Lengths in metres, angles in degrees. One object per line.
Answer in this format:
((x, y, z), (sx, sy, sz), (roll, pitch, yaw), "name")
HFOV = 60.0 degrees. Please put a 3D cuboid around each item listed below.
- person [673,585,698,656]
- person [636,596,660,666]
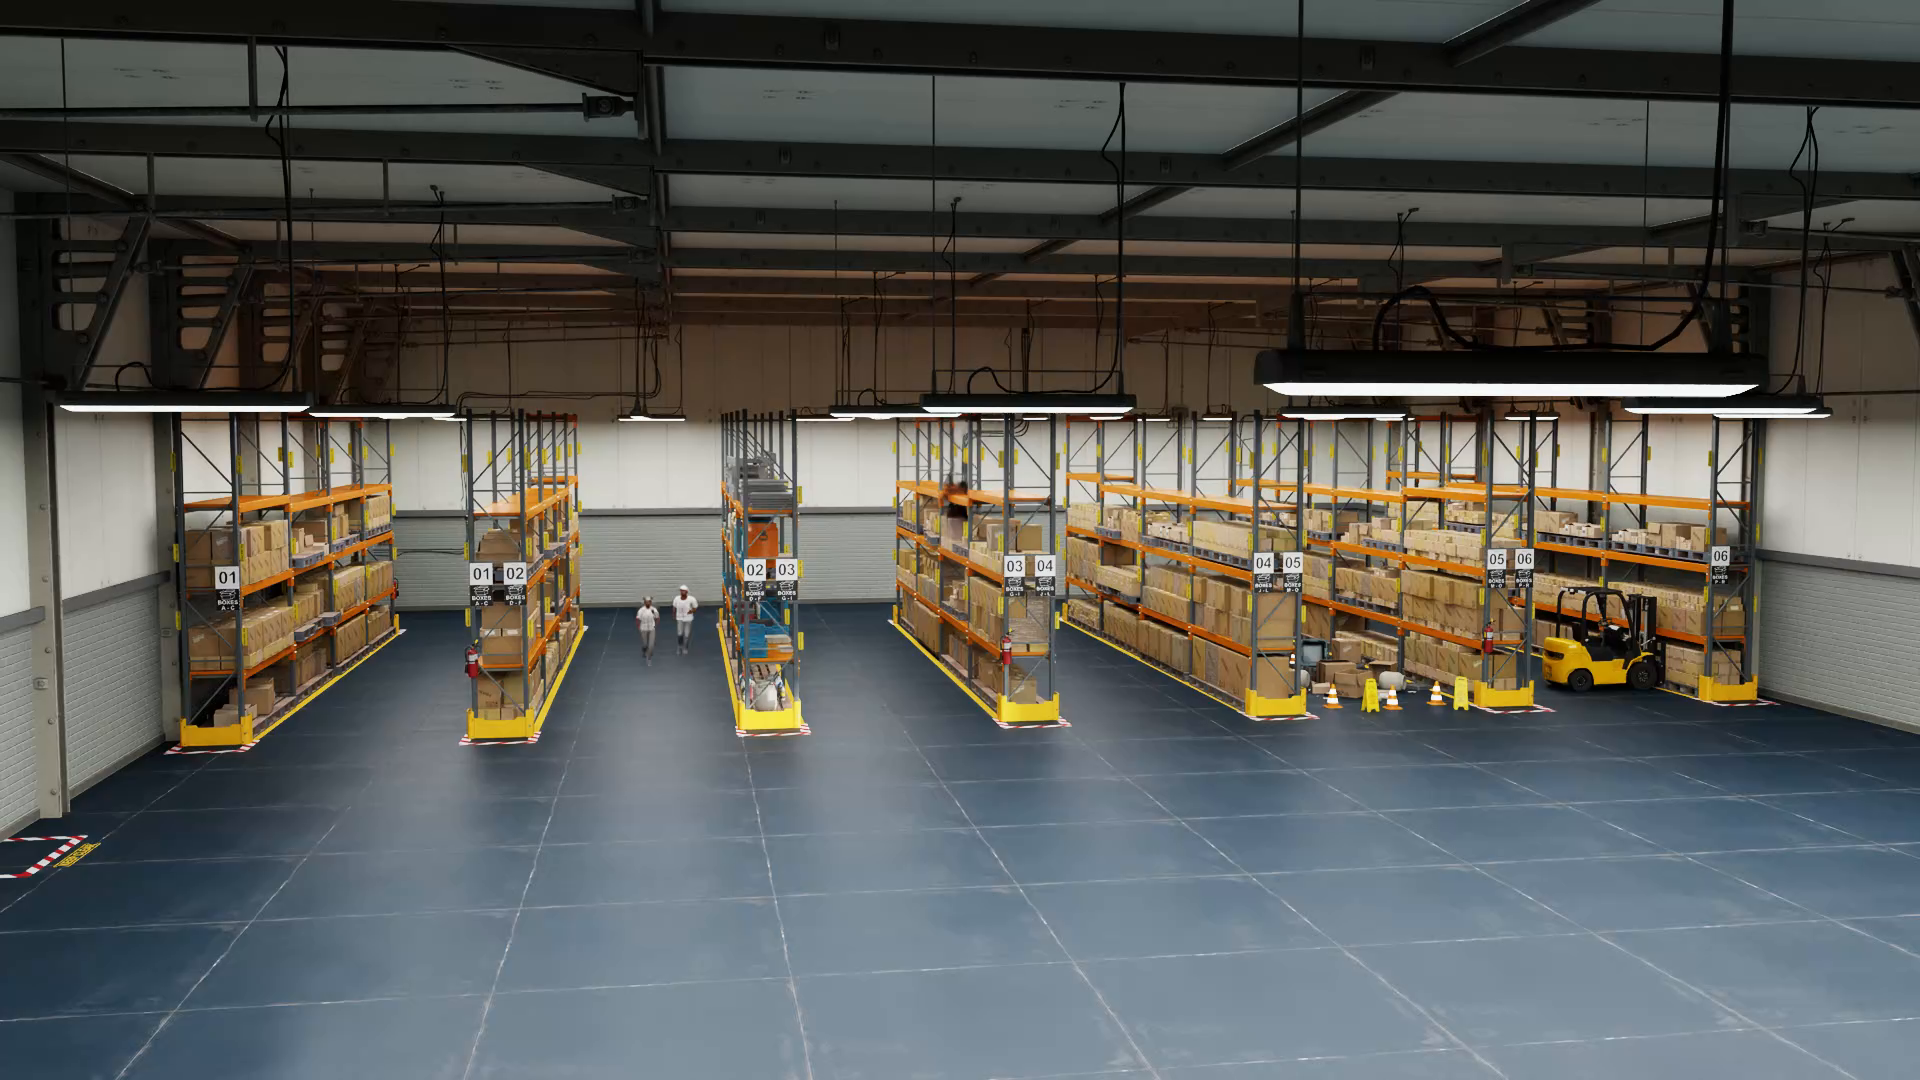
((-6.790, 1.996, 40.988), (0.669, 1.763, 0.674), (0, 4, 1), "person")
((-7.433, 2.144, 39.644), (0.582, 1.665, 0.578), (-1, 4, -15), "person")
